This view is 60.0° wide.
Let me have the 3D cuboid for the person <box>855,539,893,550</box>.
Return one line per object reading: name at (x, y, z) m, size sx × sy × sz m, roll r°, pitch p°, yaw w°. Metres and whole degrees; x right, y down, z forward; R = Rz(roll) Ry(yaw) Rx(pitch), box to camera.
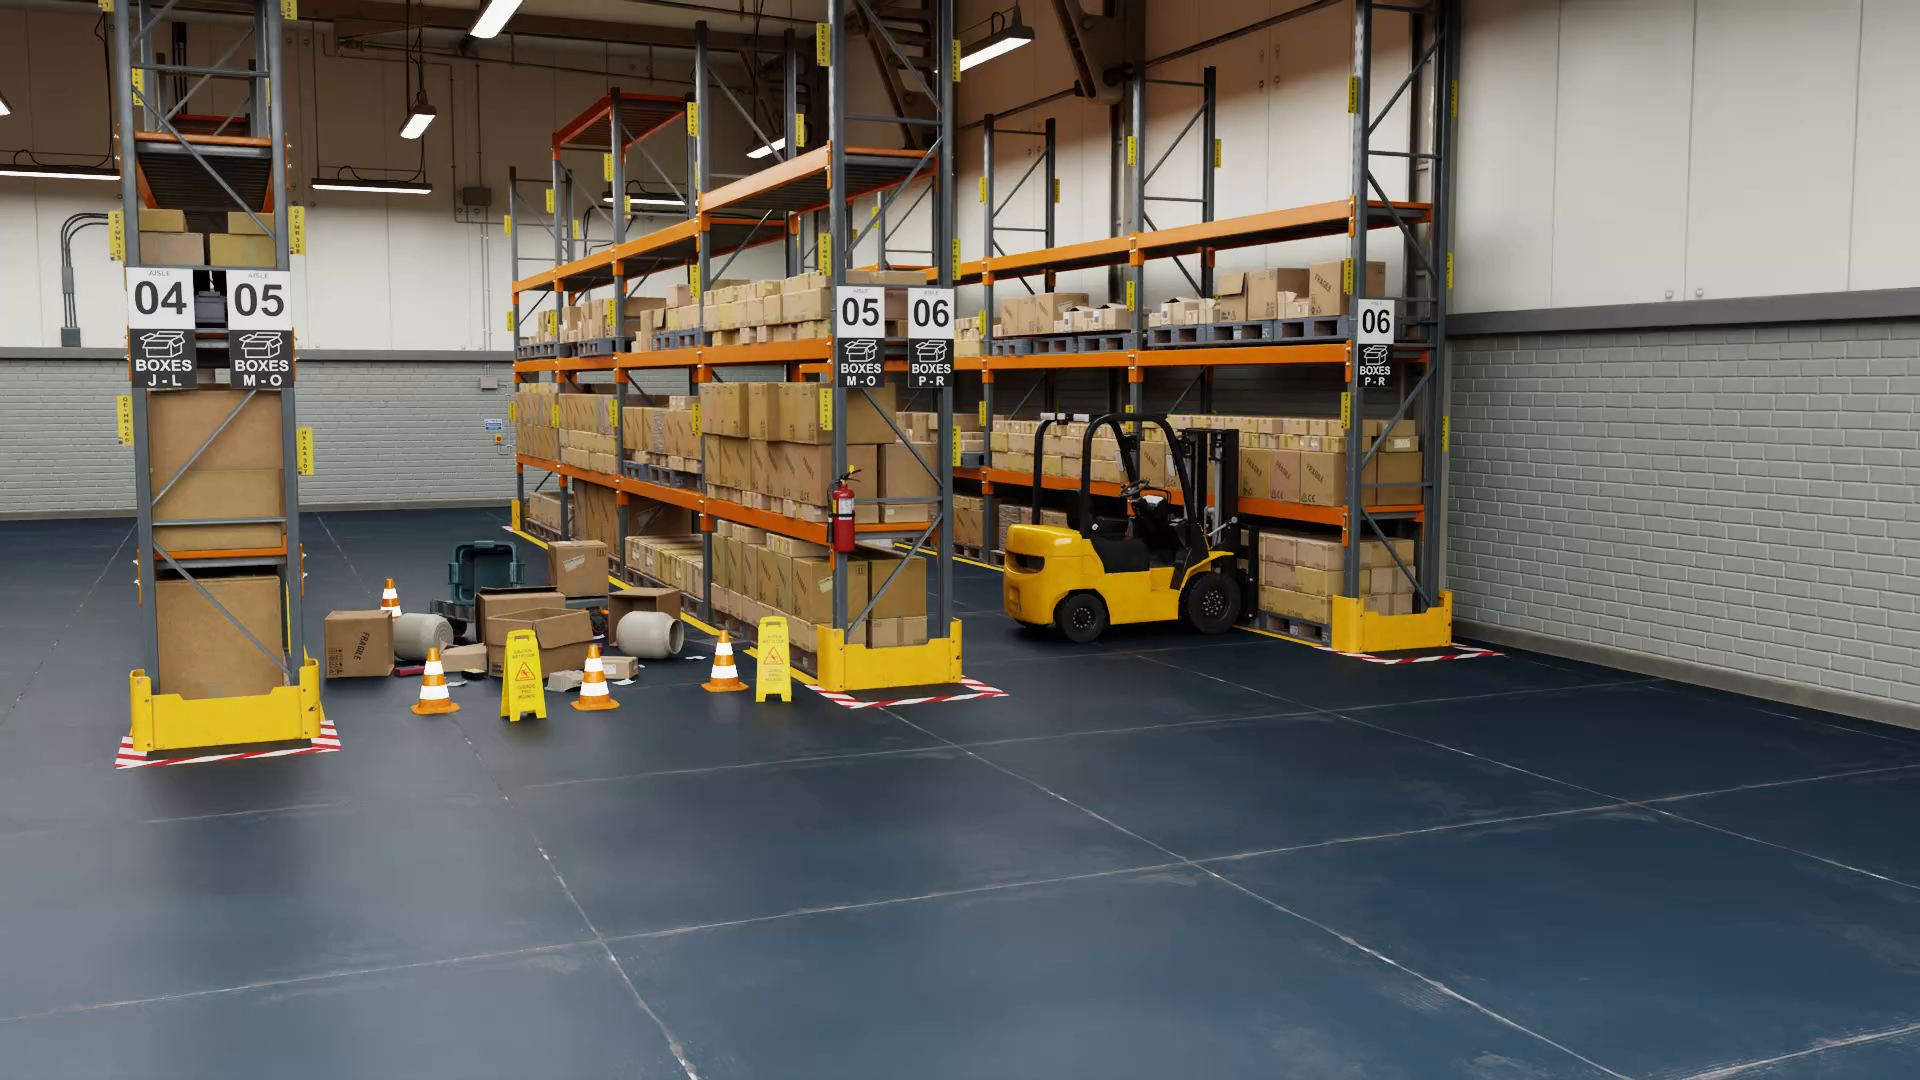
person at (-1.095, 0.142, 18.279) m, size 0.568 × 1.182 × 0.861 m, roll -2°, pitch 6°, yaw -25°
